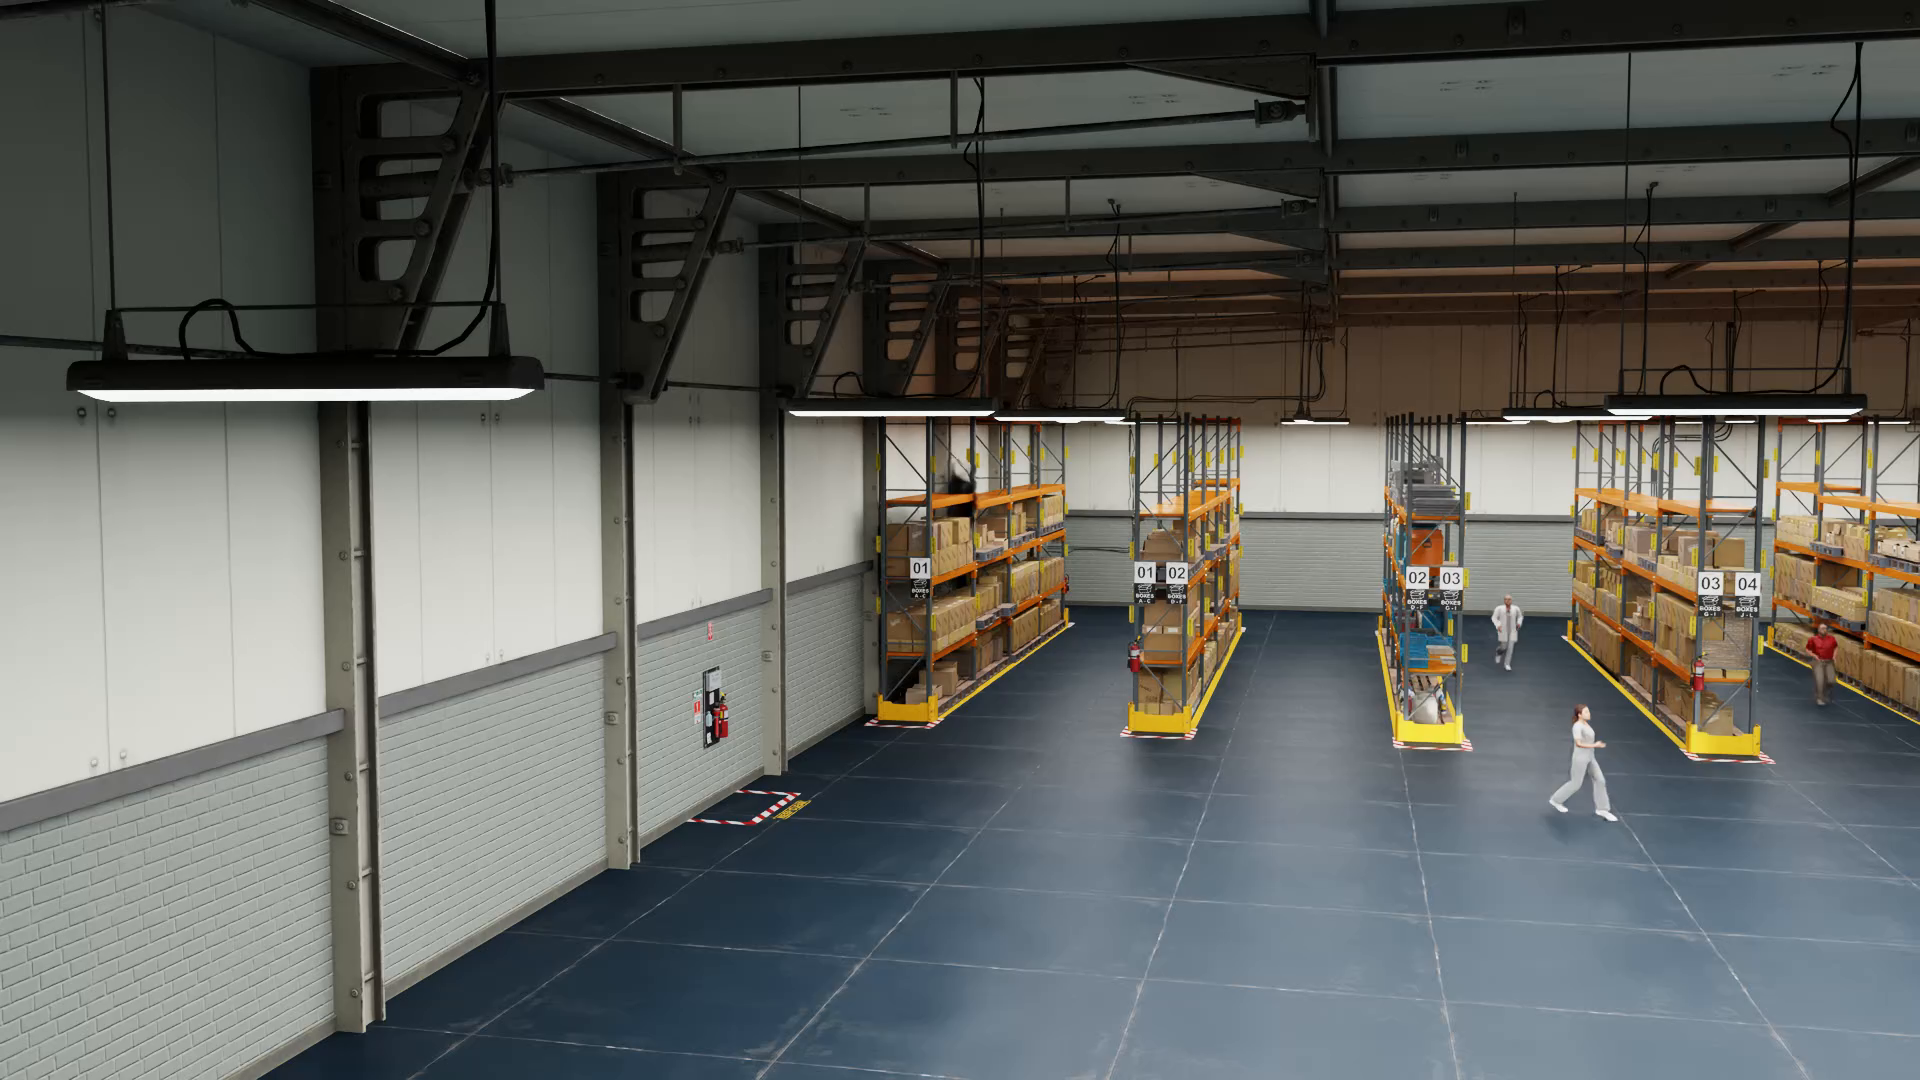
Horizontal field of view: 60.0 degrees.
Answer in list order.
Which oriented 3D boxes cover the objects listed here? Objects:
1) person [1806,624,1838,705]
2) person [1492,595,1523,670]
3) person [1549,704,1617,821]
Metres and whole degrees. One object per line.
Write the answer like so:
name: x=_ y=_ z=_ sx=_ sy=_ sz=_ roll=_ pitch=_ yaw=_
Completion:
person: x=17.733 y=2.564 z=34.154 sx=0.638 sy=1.681 sz=0.586 roll=1 pitch=4 yaw=13
person: x=13.023 y=2.185 z=39.551 sx=0.712 sy=1.758 sz=0.735 roll=1 pitch=4 yaw=8
person: x=9.145 y=3.236 z=24.370 sx=0.956 sy=1.674 sz=0.573 roll=3 pitch=5 yaw=41
